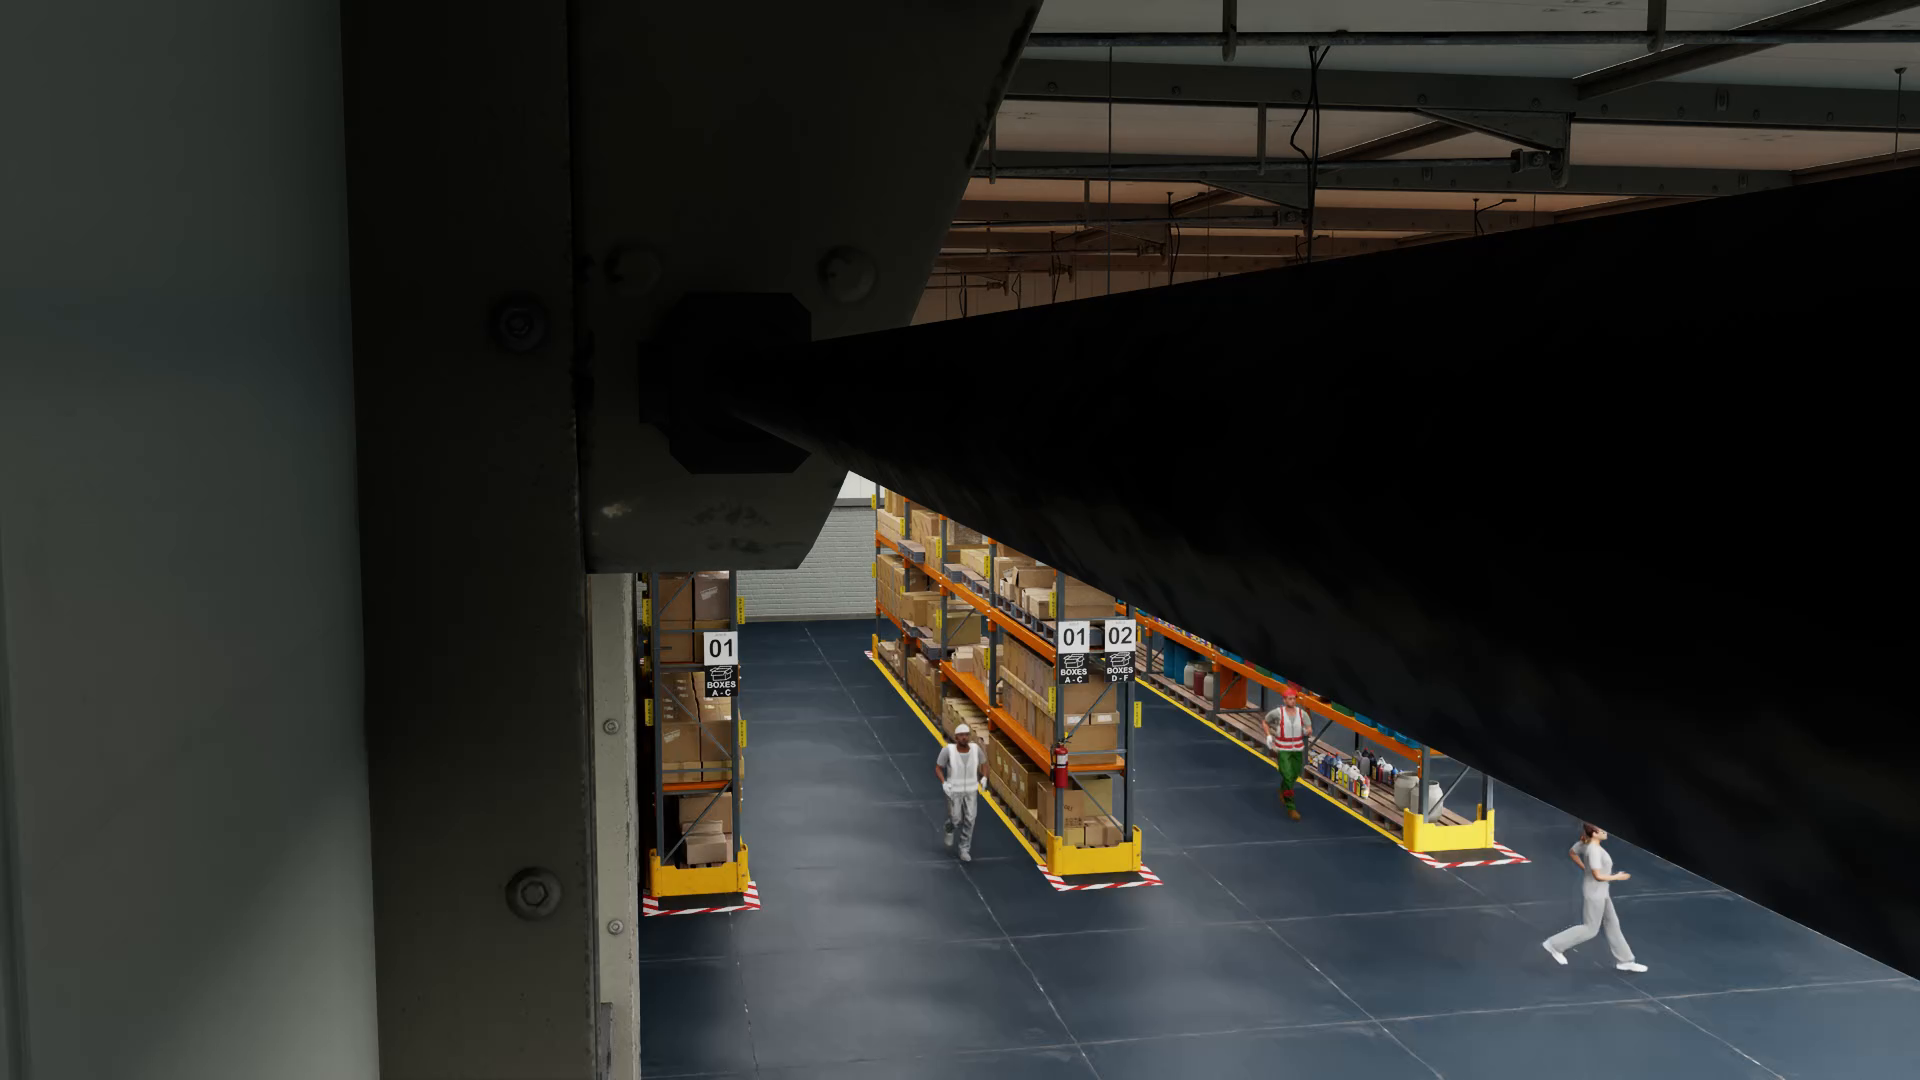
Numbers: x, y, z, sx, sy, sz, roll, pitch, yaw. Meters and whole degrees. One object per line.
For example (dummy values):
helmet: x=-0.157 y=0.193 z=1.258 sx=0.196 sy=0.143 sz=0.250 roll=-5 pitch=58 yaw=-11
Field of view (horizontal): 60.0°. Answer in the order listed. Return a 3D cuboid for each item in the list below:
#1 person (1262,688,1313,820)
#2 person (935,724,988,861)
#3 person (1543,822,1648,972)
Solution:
person: x=4.681 y=2.986 z=23.625 sx=0.659 sy=1.774 sz=1.002 roll=-1 pitch=6 yaw=-12
person: x=0.030 y=3.247 z=21.640 sx=0.703 sy=1.756 sz=0.619 roll=-2 pitch=6 yaw=-14
person: x=6.665 y=3.707 z=17.389 sx=1.053 sy=1.608 sz=0.581 roll=2 pitch=6 yaw=14
